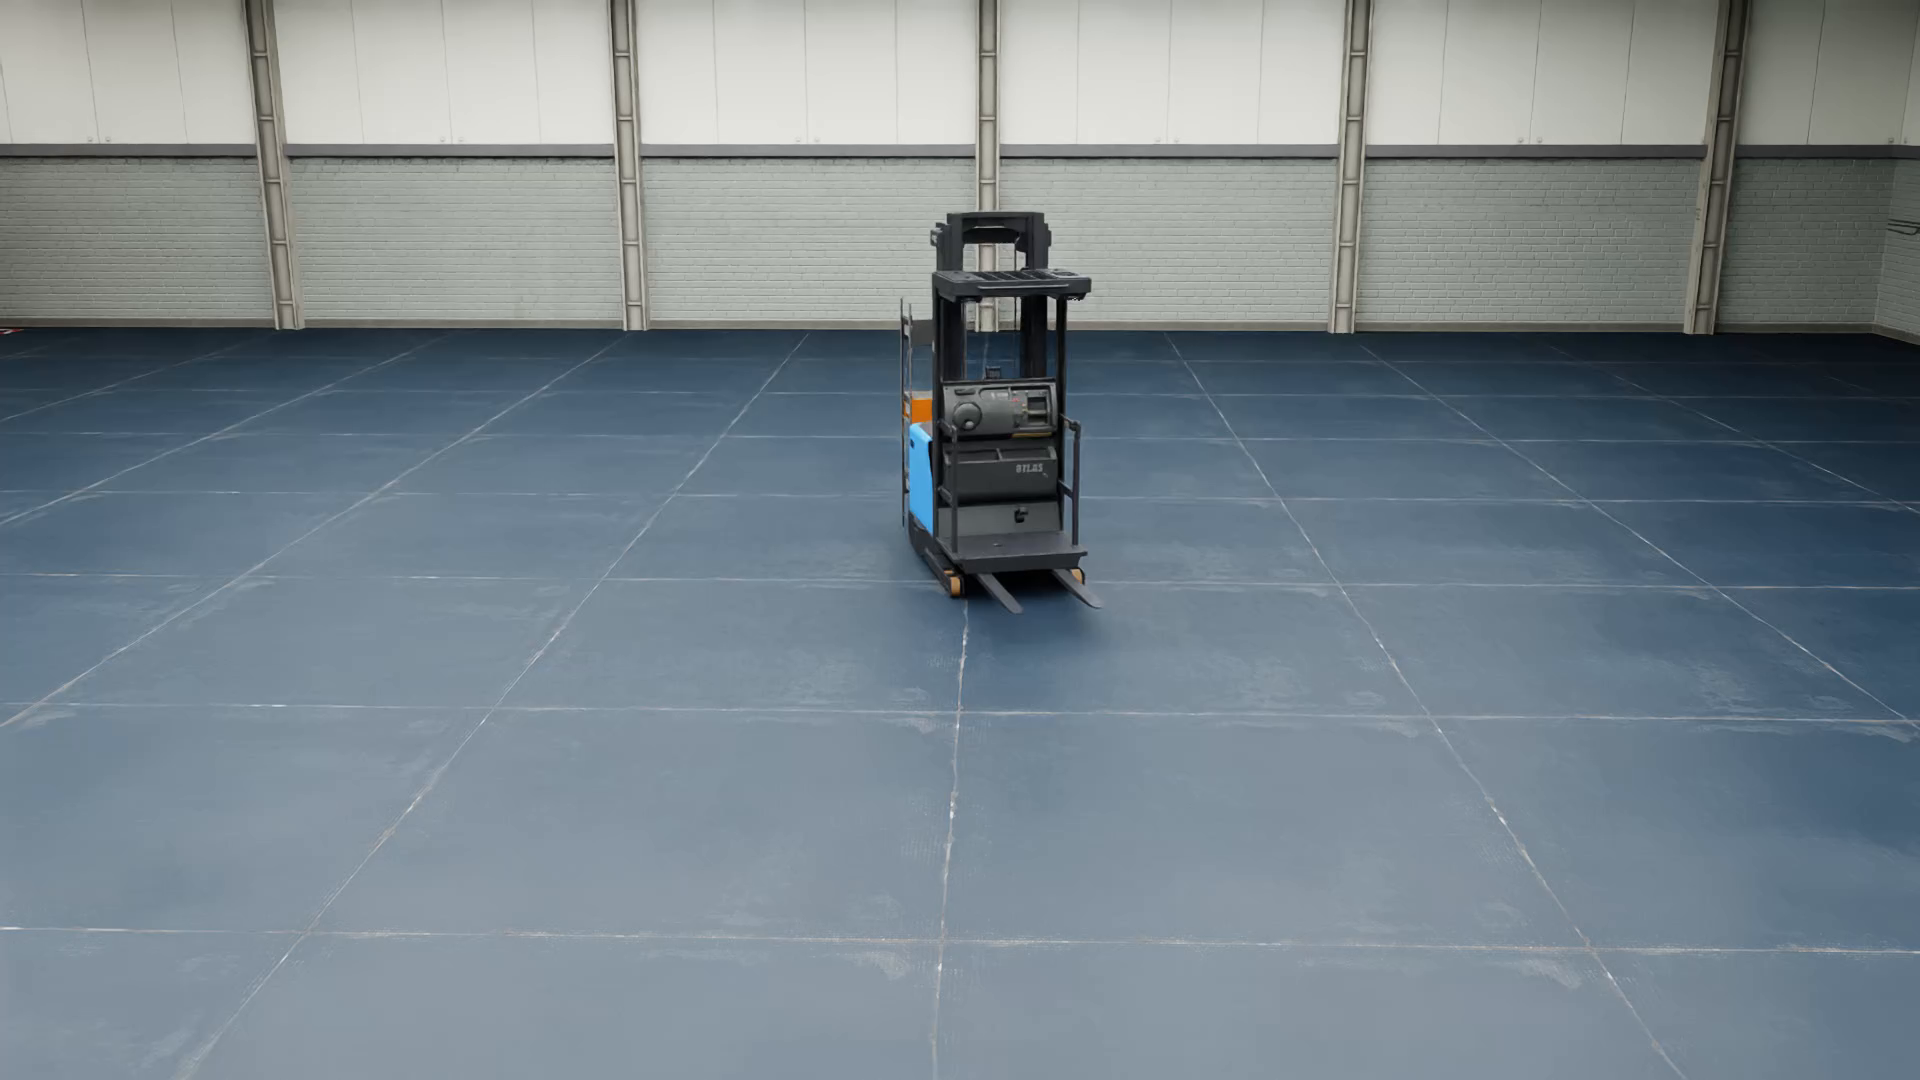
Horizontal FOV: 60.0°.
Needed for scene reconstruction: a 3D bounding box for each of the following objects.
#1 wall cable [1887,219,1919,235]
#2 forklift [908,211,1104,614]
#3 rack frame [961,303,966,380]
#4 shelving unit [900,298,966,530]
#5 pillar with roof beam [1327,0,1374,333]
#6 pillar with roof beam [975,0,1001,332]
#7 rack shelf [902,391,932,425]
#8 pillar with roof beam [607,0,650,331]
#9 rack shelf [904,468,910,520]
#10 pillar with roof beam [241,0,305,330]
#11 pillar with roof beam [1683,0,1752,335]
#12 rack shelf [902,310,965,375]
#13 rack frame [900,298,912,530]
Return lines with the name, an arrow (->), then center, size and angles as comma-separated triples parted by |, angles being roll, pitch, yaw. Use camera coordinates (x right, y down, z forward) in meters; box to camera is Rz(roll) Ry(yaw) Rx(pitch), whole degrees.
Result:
wall cable -> 15.368, -5.983, 25.965 | 0.112, 2.526, 3.097 | 0, 15, 1
forklift -> 0.375, -1.069, 13.147 | 1.130, 2.935, 3.031 | -3, 15, -13
rack frame -> -0.003, -1.105, 14.914 | 0.015, 2.100, 0.400 | -4, 15, -14
shelving unit -> -0.239, -1.090, 14.857 | 0.503, 2.100, 0.431 | -4, 15, -14
pillar with roof beam -> 6.348, -6.782, 22.907 | 0.400, 9.000, 9.100 | 0, 15, 1
pillar with roof beam -> 0.350, -6.821, 23.055 | 0.400, 9.000, 9.100 | 0, 15, 1
rack shelf -> -0.239, -1.077, 14.860 | 0.480, 0.518, 0.431 | -4, 15, -14
pillar with roof beam -> -5.648, -6.860, 23.203 | 0.400, 9.000, 9.100 | 0, 15, 1
rack shelf -> -0.239, -0.400, 15.039 | 0.480, 0.518, 0.431 | -4, 15, -14
pillar with roof beam -> -11.646, -6.900, 23.351 | 0.400, 9.000, 9.100 | 0, 15, 1
pillar with roof beam -> 12.346, -6.743, 22.759 | 0.400, 9.000, 9.100 | 0, 15, 1
rack shelf -> -0.239, -1.754, 14.682 | 0.480, 0.518, 0.431 | -4, 15, -14
rack frame -> -0.476, -1.075, 14.800 | 0.015, 2.100, 0.400 | -4, 15, -14
